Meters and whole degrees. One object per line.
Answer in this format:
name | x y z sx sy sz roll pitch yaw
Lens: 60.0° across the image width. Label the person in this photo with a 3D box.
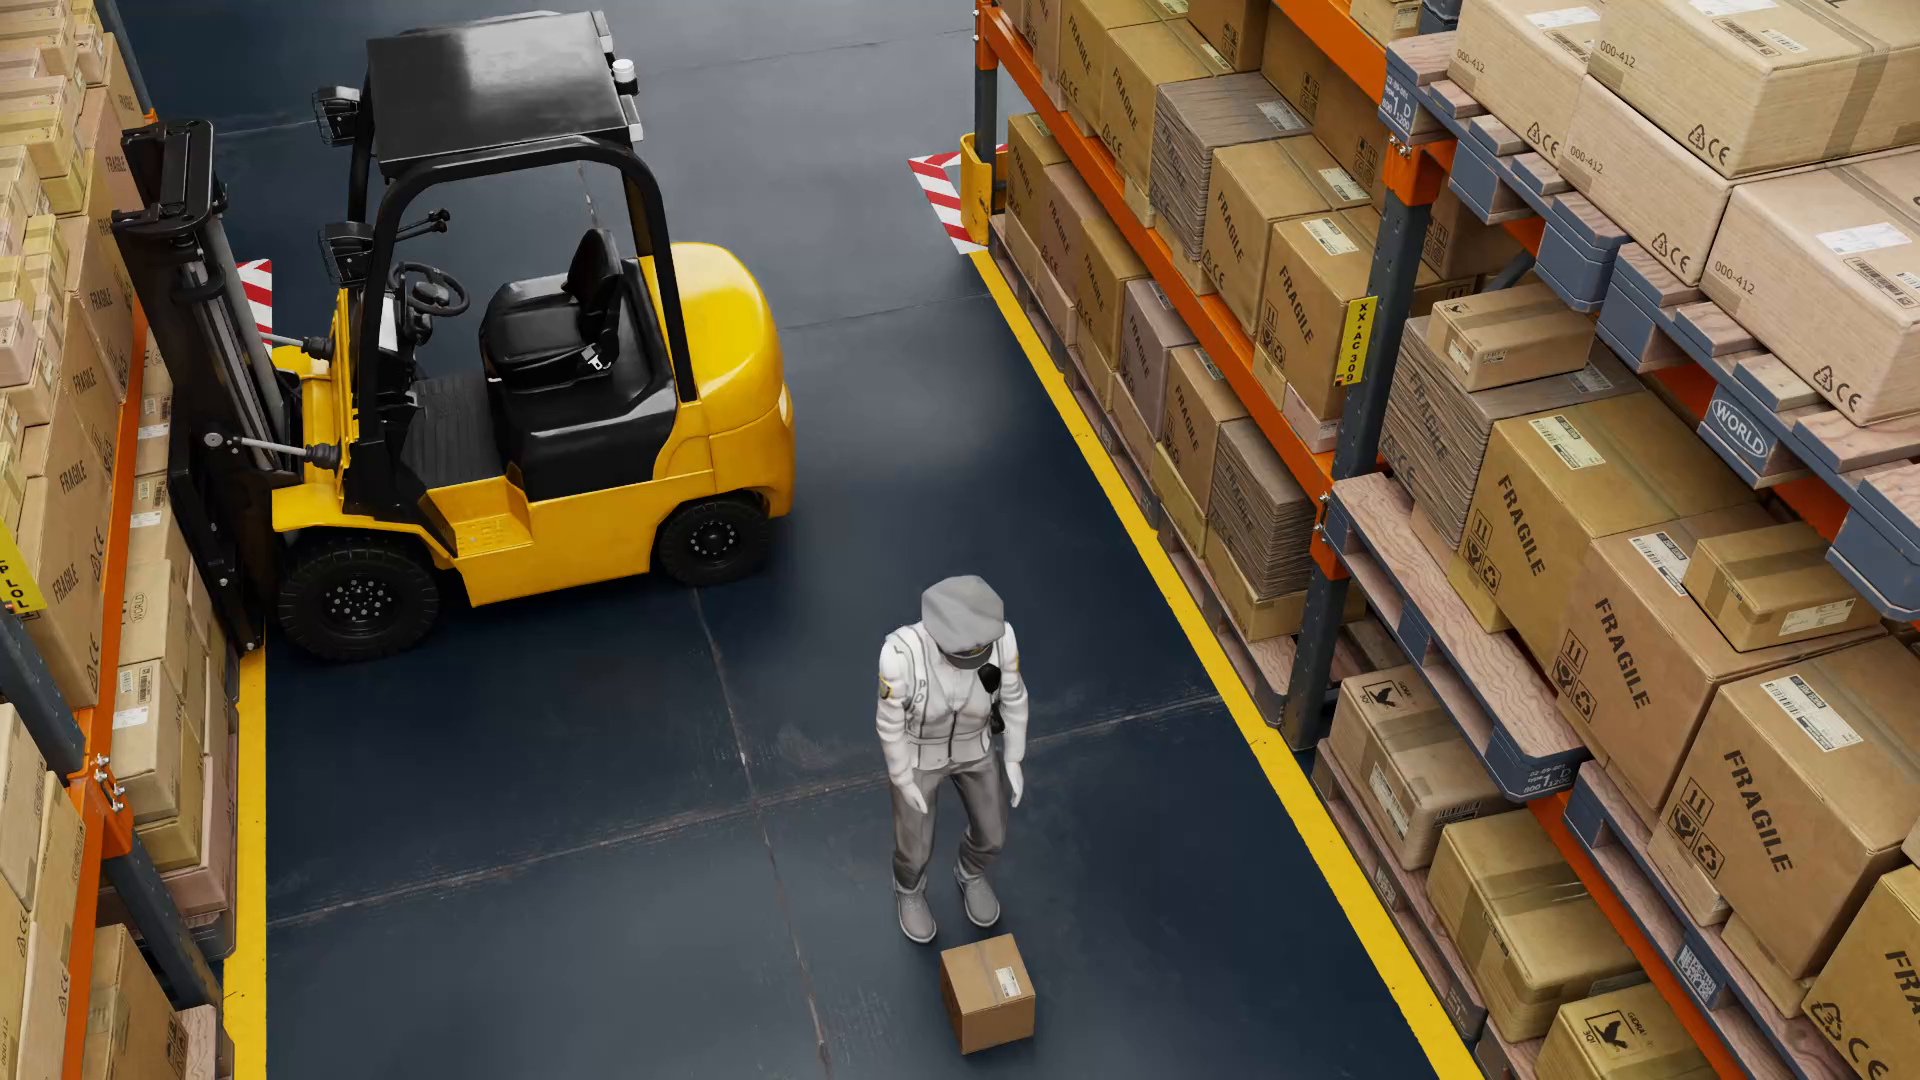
person | 0.003 1.117 5.591 0.468 0.823 0.898 -14 44 -14
